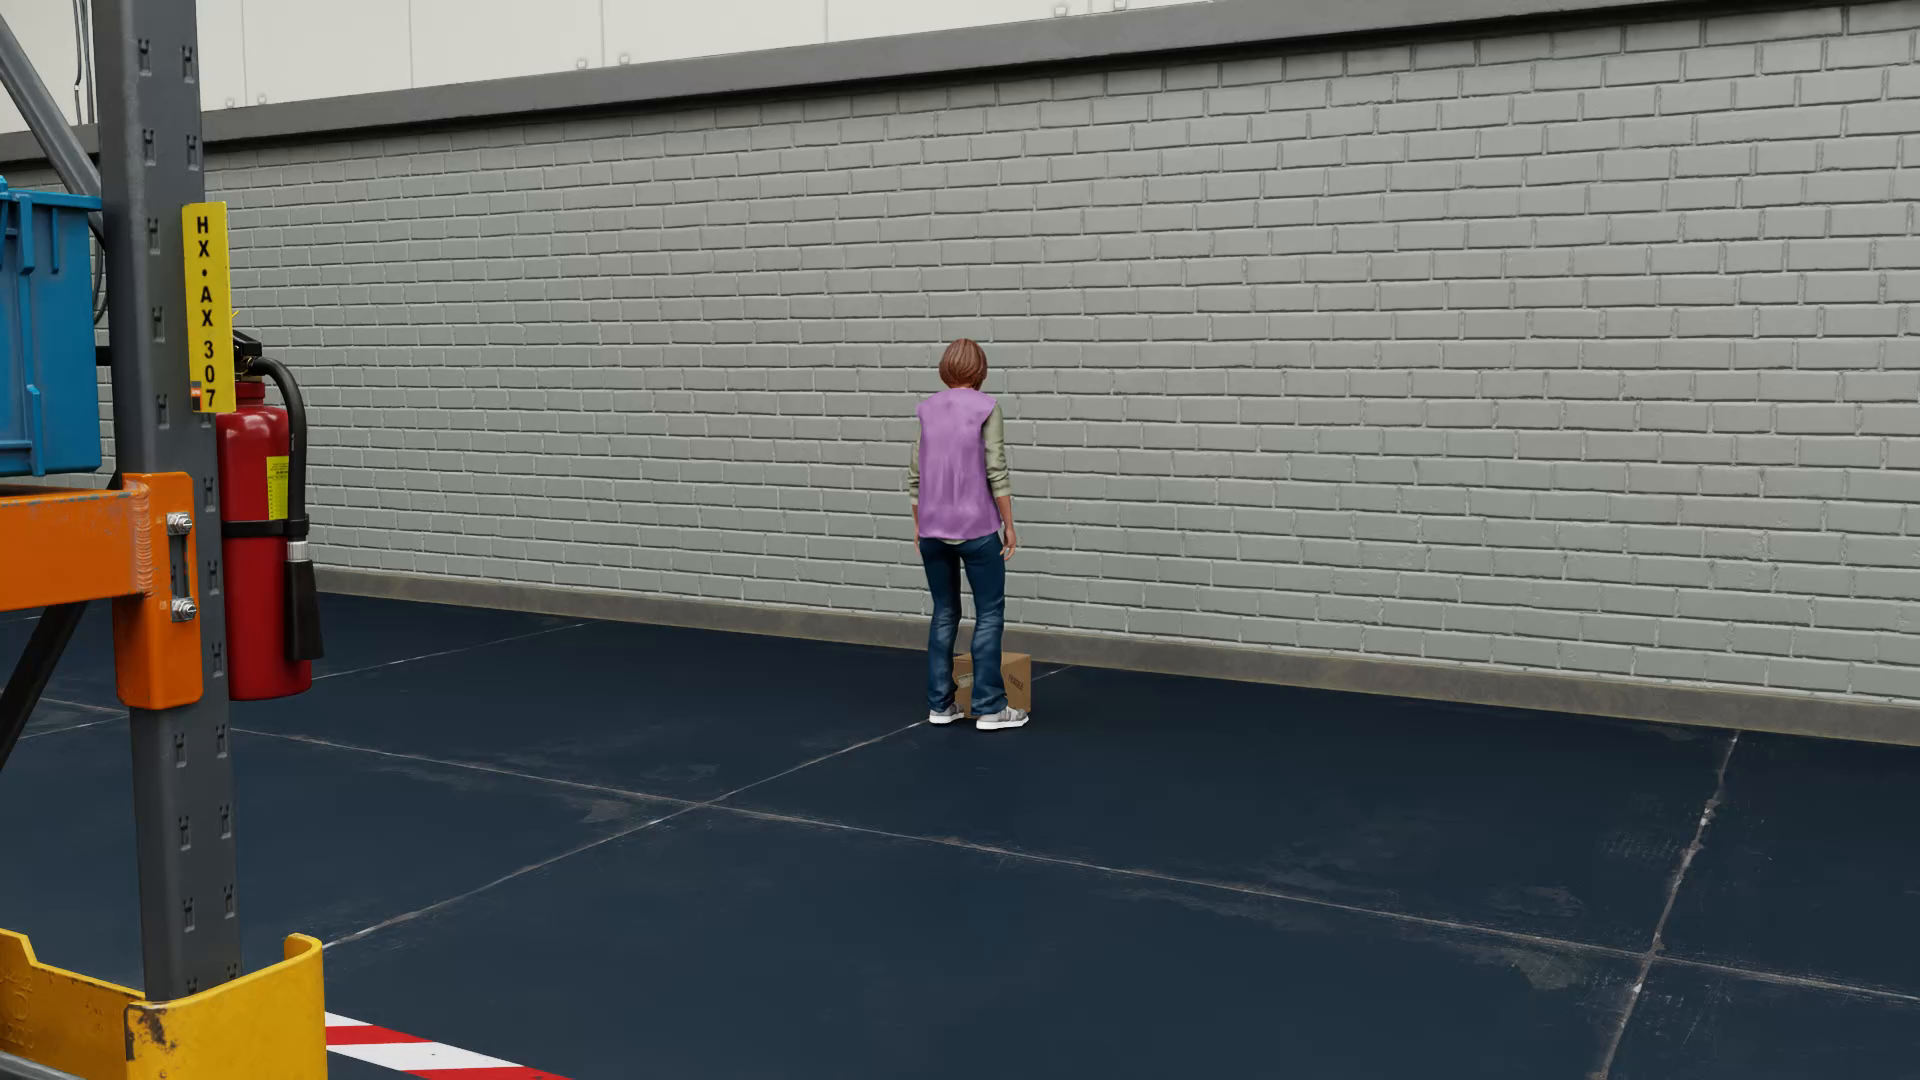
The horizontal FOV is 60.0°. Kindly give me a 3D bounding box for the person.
[{"bbox_3d":[0.013,-0.026,6.813,0.484,1.592,0.347,3,7,28],"label":"person"}]
